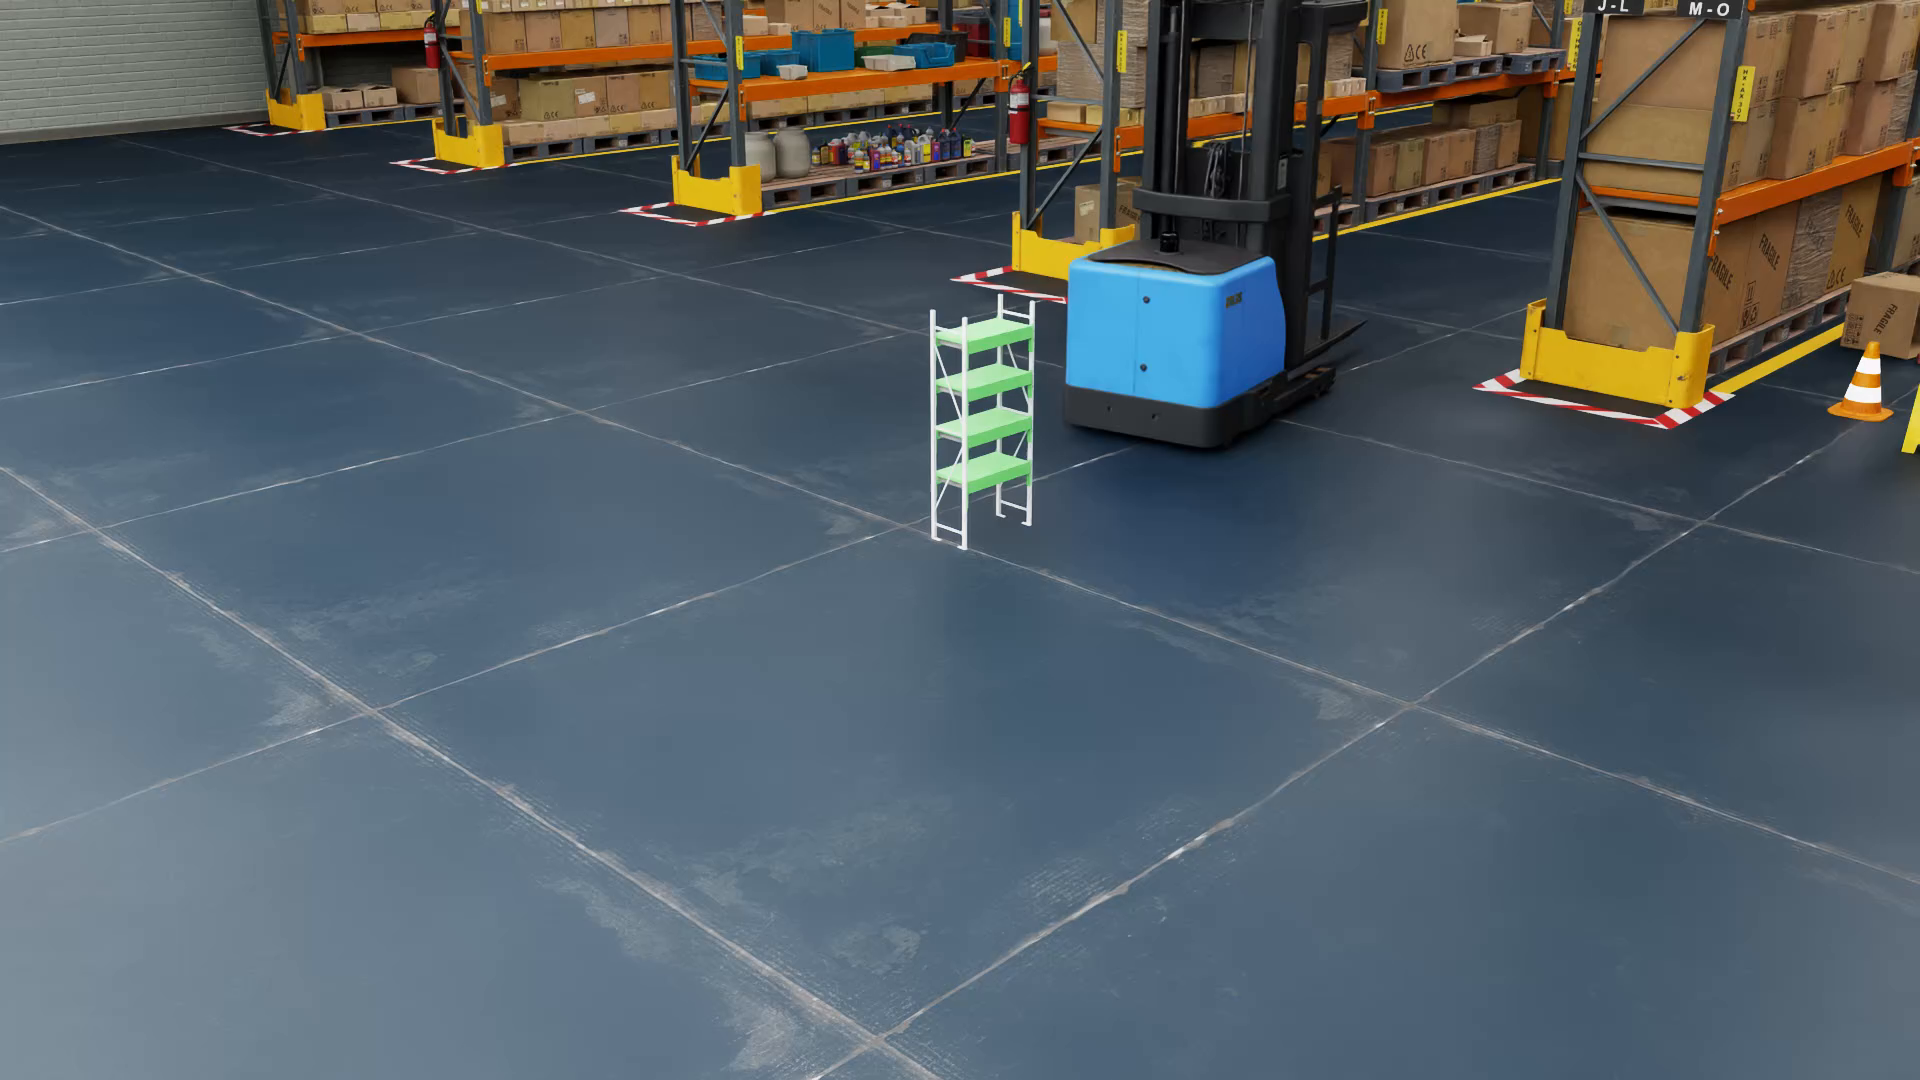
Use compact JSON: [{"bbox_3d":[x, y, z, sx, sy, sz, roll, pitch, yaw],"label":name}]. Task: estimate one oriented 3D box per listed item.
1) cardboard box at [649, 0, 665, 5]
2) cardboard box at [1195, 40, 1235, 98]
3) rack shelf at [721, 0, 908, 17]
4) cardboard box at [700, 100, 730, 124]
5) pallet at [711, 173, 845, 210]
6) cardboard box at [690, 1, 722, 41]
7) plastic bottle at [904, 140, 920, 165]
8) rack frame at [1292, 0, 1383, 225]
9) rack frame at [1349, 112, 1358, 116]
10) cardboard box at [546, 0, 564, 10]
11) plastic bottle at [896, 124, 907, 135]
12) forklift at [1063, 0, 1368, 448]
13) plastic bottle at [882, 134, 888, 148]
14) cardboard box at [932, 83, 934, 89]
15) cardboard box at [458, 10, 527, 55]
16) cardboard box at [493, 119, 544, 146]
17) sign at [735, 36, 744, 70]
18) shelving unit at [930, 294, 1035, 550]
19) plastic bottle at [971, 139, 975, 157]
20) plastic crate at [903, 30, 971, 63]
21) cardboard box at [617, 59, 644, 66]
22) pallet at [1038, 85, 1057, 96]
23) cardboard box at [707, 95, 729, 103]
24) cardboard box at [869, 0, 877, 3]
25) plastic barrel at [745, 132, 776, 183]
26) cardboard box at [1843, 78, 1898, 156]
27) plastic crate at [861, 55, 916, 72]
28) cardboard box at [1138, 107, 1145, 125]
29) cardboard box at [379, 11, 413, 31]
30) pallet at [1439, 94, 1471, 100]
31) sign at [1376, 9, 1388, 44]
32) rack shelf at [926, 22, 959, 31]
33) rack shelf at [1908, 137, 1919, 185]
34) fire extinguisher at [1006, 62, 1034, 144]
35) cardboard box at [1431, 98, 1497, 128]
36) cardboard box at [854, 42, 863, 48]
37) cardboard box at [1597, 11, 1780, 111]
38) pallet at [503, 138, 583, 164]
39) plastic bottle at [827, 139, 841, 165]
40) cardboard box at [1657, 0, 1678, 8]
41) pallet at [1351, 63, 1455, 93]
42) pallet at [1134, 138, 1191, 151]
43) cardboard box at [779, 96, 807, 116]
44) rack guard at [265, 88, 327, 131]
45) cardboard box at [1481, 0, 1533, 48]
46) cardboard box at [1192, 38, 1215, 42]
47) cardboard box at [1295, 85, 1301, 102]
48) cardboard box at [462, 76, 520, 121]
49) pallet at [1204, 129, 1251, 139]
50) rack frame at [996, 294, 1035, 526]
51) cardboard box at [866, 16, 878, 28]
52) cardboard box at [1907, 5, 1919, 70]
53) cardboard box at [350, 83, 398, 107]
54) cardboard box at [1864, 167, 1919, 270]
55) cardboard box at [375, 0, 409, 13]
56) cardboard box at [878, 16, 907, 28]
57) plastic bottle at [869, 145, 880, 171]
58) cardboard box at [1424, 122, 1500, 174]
[{"bbox_3d":[-4.128,-7.178,22.025,0.380,0.149,0.250,19,28,40],"label":"cardboard box"},{"bbox_3d":[1.969,-4.301,15.029,0.875,0.500,0.500,19,28,41],"label":"cardboard box"},{"bbox_3d":[-2.747,-9.658,30.525,1.077,0.370,4.000,19,28,41],"label":"rack shelf"},{"bbox_3d":[-3.548,-5.952,23.126,0.500,0.250,0.500,19,28,41],"label":"cardboard box"},{"bbox_3d":[-2.035,-3.881,18.378,1.003,0.211,1.213,19,28,41],"label":"pallet"},{"bbox_3d":[-3.686,-7.144,22.841,0.700,0.500,0.500,18,28,39],"label":"cardboard box"},{"bbox_3d":[-0.553,-4.496,19.273,0.135,0.276,0.152,-20,28,-41],"label":"plastic bottle"},{"bbox_3d":[3.714,-4.733,16.707,1.000,3.000,0.127,19,28,41],"label":"rack frame"},{"bbox_3d":[5.746,-8.029,25.282,1.000,3.000,0.127,19,28,41],"label":"rack frame"},{"bbox_3d":[-5.209,-6.778,20.984,0.380,0.149,0.250,19,28,40],"label":"cardboard box"},{"bbox_3d":[-0.695,-4.838,20.059,0.185,0.351,0.144,-19,28,-41],"label":"plastic bottle"},{"bbox_3d":[1.865,-2.387,10.699,1.130,2.935,3.031,13,25,31],"label":"forklift"},{"bbox_3d":[-0.903,-4.705,19.824,0.097,0.271,0.097,0,21,0],"label":"plastic bottle"},{"bbox_3d":[-0.106,-7.579,26.983,0.500,0.500,0.500,-19,28,-40],"label":"cardboard box"},{"bbox_3d":[-5.837,-6.348,20.771,0.700,0.500,0.500,19,28,41],"label":"cardboard box"},{"bbox_3d":[-5.638,-5.180,21.117,0.500,0.250,0.500,19,28,41],"label":"cardboard box"},{"bbox_3d":[-2.234,-4.935,16.846,0.100,0.325,0.005,19,28,41],"label":"sign"},{"bbox_3d":[0.115,-0.603,8.470,0.258,1.200,0.503,19,28,41],"label":"shelving unit"},{"bbox_3d":[0.135,-4.700,19.910,0.097,0.201,0.097,0,21,0],"label":"plastic bottle"},{"bbox_3d":[-0.291,-5.841,19.676,0.767,0.338,0.504,19,28,41],"label":"plastic crate"},{"bbox_3d":[-5.722,-7.950,27.949,0.700,0.500,0.500,20,28,41],"label":"cardboard box"},{"bbox_3d":[1.659,-7.749,28.442,1.003,0.211,1.213,19,28,41],"label":"pallet"},{"bbox_3d":[-3.300,-6.305,24.044,0.500,0.250,0.500,19,28,40],"label":"cardboard box"},{"bbox_3d":[-1.757,-10.117,31.036,0.250,0.149,0.380,-19,28,-40],"label":"cardboard box"},{"bbox_3d":[-2.221,-4.167,18.118,0.421,0.512,0.421,0,21,0],"label":"plastic barrel"},{"bbox_3d":[6.581,-3.290,12.746,0.875,0.550,0.550,19,28,41],"label":"cardboard box"},{"bbox_3d":[-0.786,-5.368,18.728,0.530,0.136,0.437,19,28,41],"label":"plastic crate"},{"bbox_3d":[1.481,-3.660,14.267,0.380,0.149,0.250,19,28,41],"label":"cardboard box"},{"bbox_3d":[-8.444,-7.675,24.544,0.500,0.250,0.500,19,28,40],"label":"cardboard box"},{"bbox_3d":[7.933,-7.553,27.931,1.003,0.211,1.213,19,28,41],"label":"pallet"},{"bbox_3d":[4.108,-5.003,16.203,0.100,0.325,0.005,19,28,41],"label":"sign"},{"bbox_3d":[0.804,-8.420,27.302,1.077,0.370,4.000,19,28,41],"label":"rack shelf"},{"bbox_3d":[8.592,-3.644,14.876,1.077,0.370,4.000,19,28,41],"label":"rack shelf"},{"bbox_3d":[0.513,-3.754,14.269,0.296,0.674,0.183,19,28,41],"label":"fire extinguisher"},{"bbox_3d":[5.696,-4.831,18.788,0.500,0.250,0.500,-16,26,-36],"label":"cardboard box"},{"bbox_3d":[-2.330,-9.272,30.928,0.750,0.750,0.750,-19,28,-40],"label":"cardboard box"},{"bbox_3d":[4.693,-3.097,10.737,0.875,0.550,0.550,19,28,41],"label":"cardboard box"},{"bbox_3d":[-5.668,-5.090,21.524,1.003,0.211,1.213,19,28,41],"label":"pallet"},{"bbox_3d":[-1.463,-4.518,19.331,0.152,0.276,0.135,20,28,41],"label":"plastic bottle"},{"bbox_3d":[8.855,-7.138,21.427,0.797,0.503,0.637,18,28,39],"label":"cardboard box"},{"bbox_3d":[4.351,-4.803,17.158,1.003,0.211,1.213,19,28,41],"label":"pallet"},{"bbox_3d":[2.387,-5.510,22.615,1.003,0.211,1.213,19,28,41],"label":"pallet"},{"bbox_3d":[-2.565,-6.298,24.027,0.500,0.250,0.500,-19,28,-41],"label":"cardboard box"},{"bbox_3d":[-9.670,-6.276,24.207,1.175,0.500,0.348,19,28,41],"label":"rack guard"},{"bbox_3d":[6.156,-5.855,18.902,0.500,0.500,0.500,15,26,34],"label":"cardboard box"},{"bbox_3d":[1.856,-4.557,14.301,0.500,0.500,0.500,19,28,41],"label":"cardboard box"},{"bbox_3d":[3.012,-4.252,15.807,0.380,0.149,0.250,19,28,41],"label":"cardboard box"},{"bbox_3d":[-6.011,-5.660,21.321,0.500,0.500,0.500,19,28,41],"label":"cardboard box"},{"bbox_3d":[3.476,-5.912,23.662,1.003,0.211,1.213,19,28,41],"label":"pallet"},{"bbox_3d":[0.286,-0.665,8.633,0.240,1.200,0.015,19,28,41],"label":"rack frame"},{"bbox_3d":[-1.440,-7.782,24.991,0.250,0.149,0.380,-18,27,-38],"label":"cardboard box"},{"bbox_3d":[6.915,-3.953,12.965,0.875,0.550,0.550,19,28,41],"label":"cardboard box"},{"bbox_3d":[-8.779,-6.676,24.897,0.500,0.311,0.500,-17,27,-38],"label":"cardboard box"},{"bbox_3d":[7.566,-2.793,14.212,1.050,0.750,0.750,19,28,40],"label":"cardboard box"},{"bbox_3d":[-8.458,-8.016,24.386,0.500,0.500,0.500,18,27,39],"label":"cardboard box"},{"bbox_3d":[-1.020,-7.824,25.099,0.380,0.149,0.250,19,28,41],"label":"cardboard box"},{"bbox_3d":[-0.966,-4.323,18.814,0.133,0.283,0.061,-20,28,-41],"label":"plastic bottle"},{"bbox_3d":[5.673,-4.476,18.911,0.700,0.500,0.500,16,26,36],"label":"cardboard box"}]
